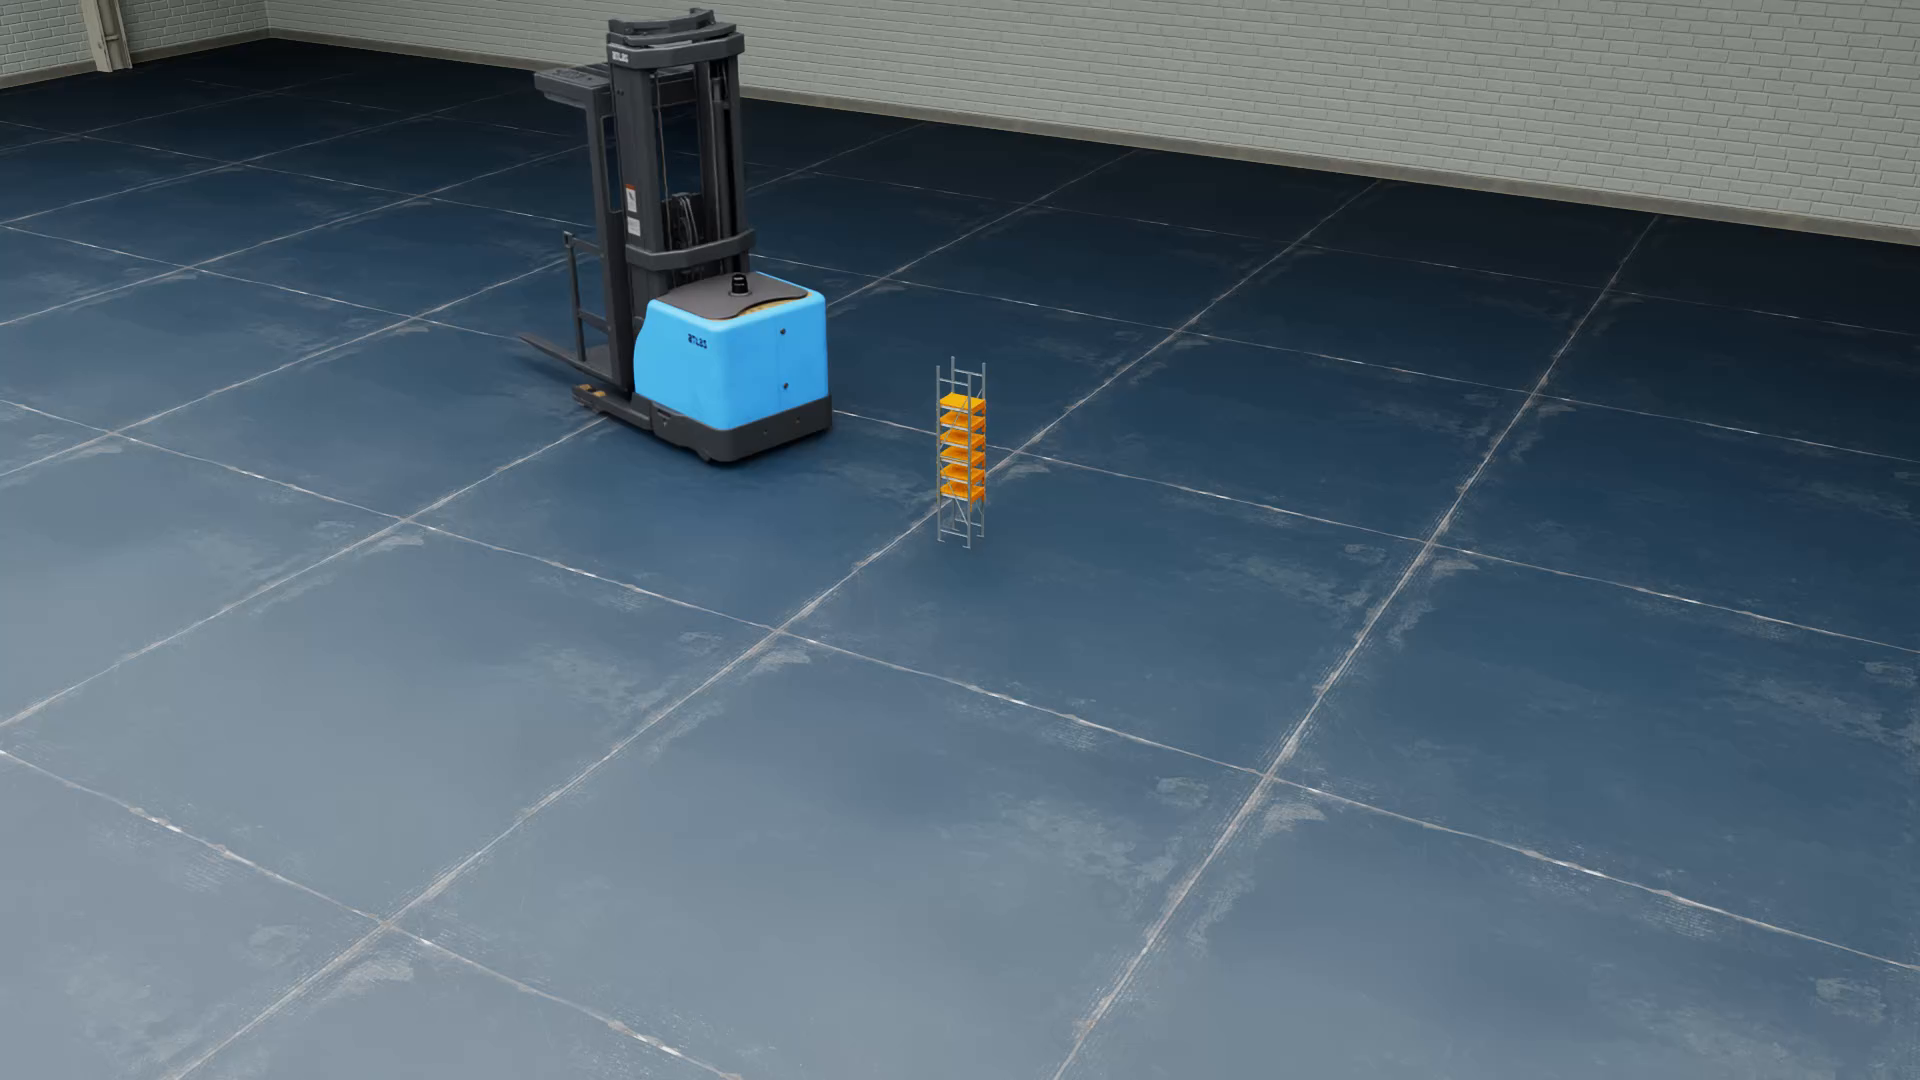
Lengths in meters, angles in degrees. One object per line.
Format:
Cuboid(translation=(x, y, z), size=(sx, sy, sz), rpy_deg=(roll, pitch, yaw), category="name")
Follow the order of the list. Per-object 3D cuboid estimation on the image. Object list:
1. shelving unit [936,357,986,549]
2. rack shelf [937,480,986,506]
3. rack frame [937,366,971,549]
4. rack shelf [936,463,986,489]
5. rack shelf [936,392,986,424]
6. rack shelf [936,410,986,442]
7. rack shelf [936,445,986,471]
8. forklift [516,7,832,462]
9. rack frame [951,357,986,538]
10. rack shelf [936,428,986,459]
Cuboid(translation=(0.007, -0.542, 10.493), size=(0.258, 1.200, 0.189), rpy_deg=(14, 30, 26), category="shelving unit")
Cuboid(translation=(0.007, -0.288, 10.620), size=(0.258, 0.103, 0.180), rpy_deg=(14, 30, 26), category="rack shelf")
Cuboid(translation=(-0.038, -0.507, 10.421), size=(0.240, 1.200, 0.006), rpy_deg=(14, 30, 26), category="rack frame")
Cuboid(translation=(0.007, -0.395, 10.566), size=(0.258, 0.103, 0.180), rpy_deg=(14, 30, 26), category="rack shelf")
Cuboid(translation=(0.007, -0.824, 10.351), size=(0.258, 0.103, 0.180), rpy_deg=(14, 30, 26), category="rack shelf")
Cuboid(translation=(0.007, -0.717, 10.405), size=(0.258, 0.103, 0.180), rpy_deg=(14, 30, 26), category="rack shelf")
Cuboid(translation=(0.007, -0.502, 10.513), size=(0.258, 0.103, 0.180), rpy_deg=(14, 30, 26), category="rack shelf")
Cuboid(translation=(-2.340, -2.423, 12.317), size=(1.130, 2.935, 3.031), rpy_deg=(-24, 35, -39), category="forklift")
Cuboid(translation=(0.052, -0.578, 10.564), size=(0.240, 1.200, 0.006), rpy_deg=(14, 30, 26), category="rack frame")
Cuboid(translation=(0.007, -0.610, 10.459), size=(0.258, 0.103, 0.180), rpy_deg=(14, 30, 26), category="rack shelf")
